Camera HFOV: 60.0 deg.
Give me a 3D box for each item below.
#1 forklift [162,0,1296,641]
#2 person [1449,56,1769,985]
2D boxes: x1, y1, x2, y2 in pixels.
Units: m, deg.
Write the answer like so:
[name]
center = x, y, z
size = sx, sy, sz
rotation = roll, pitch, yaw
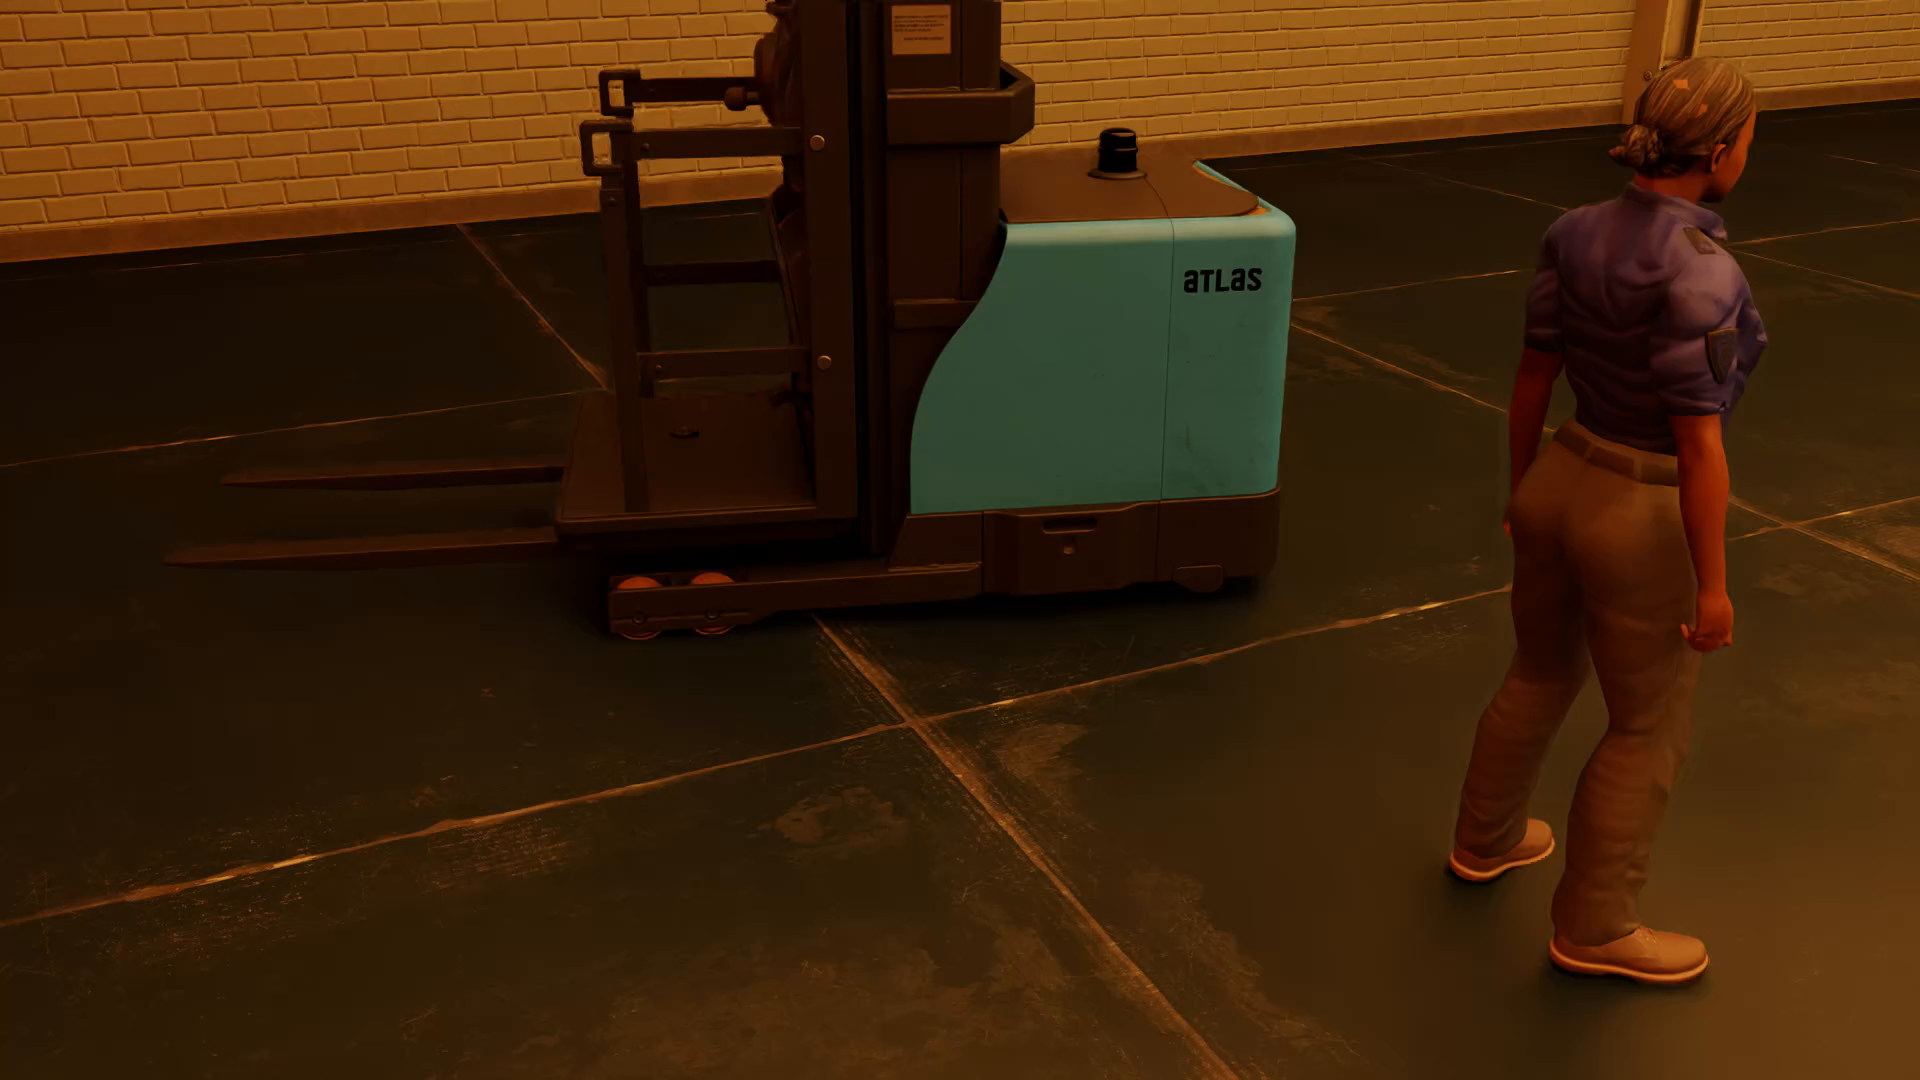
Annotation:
[forklift]
center = -0.659, -1.302, 4.419
size = 3.031, 2.935, 1.130
rotation = -3, 23, -8
[person]
center = 1.194, -0.015, 3.001
size = 0.318, 1.663, 0.567
rotation = -8, 24, -18
